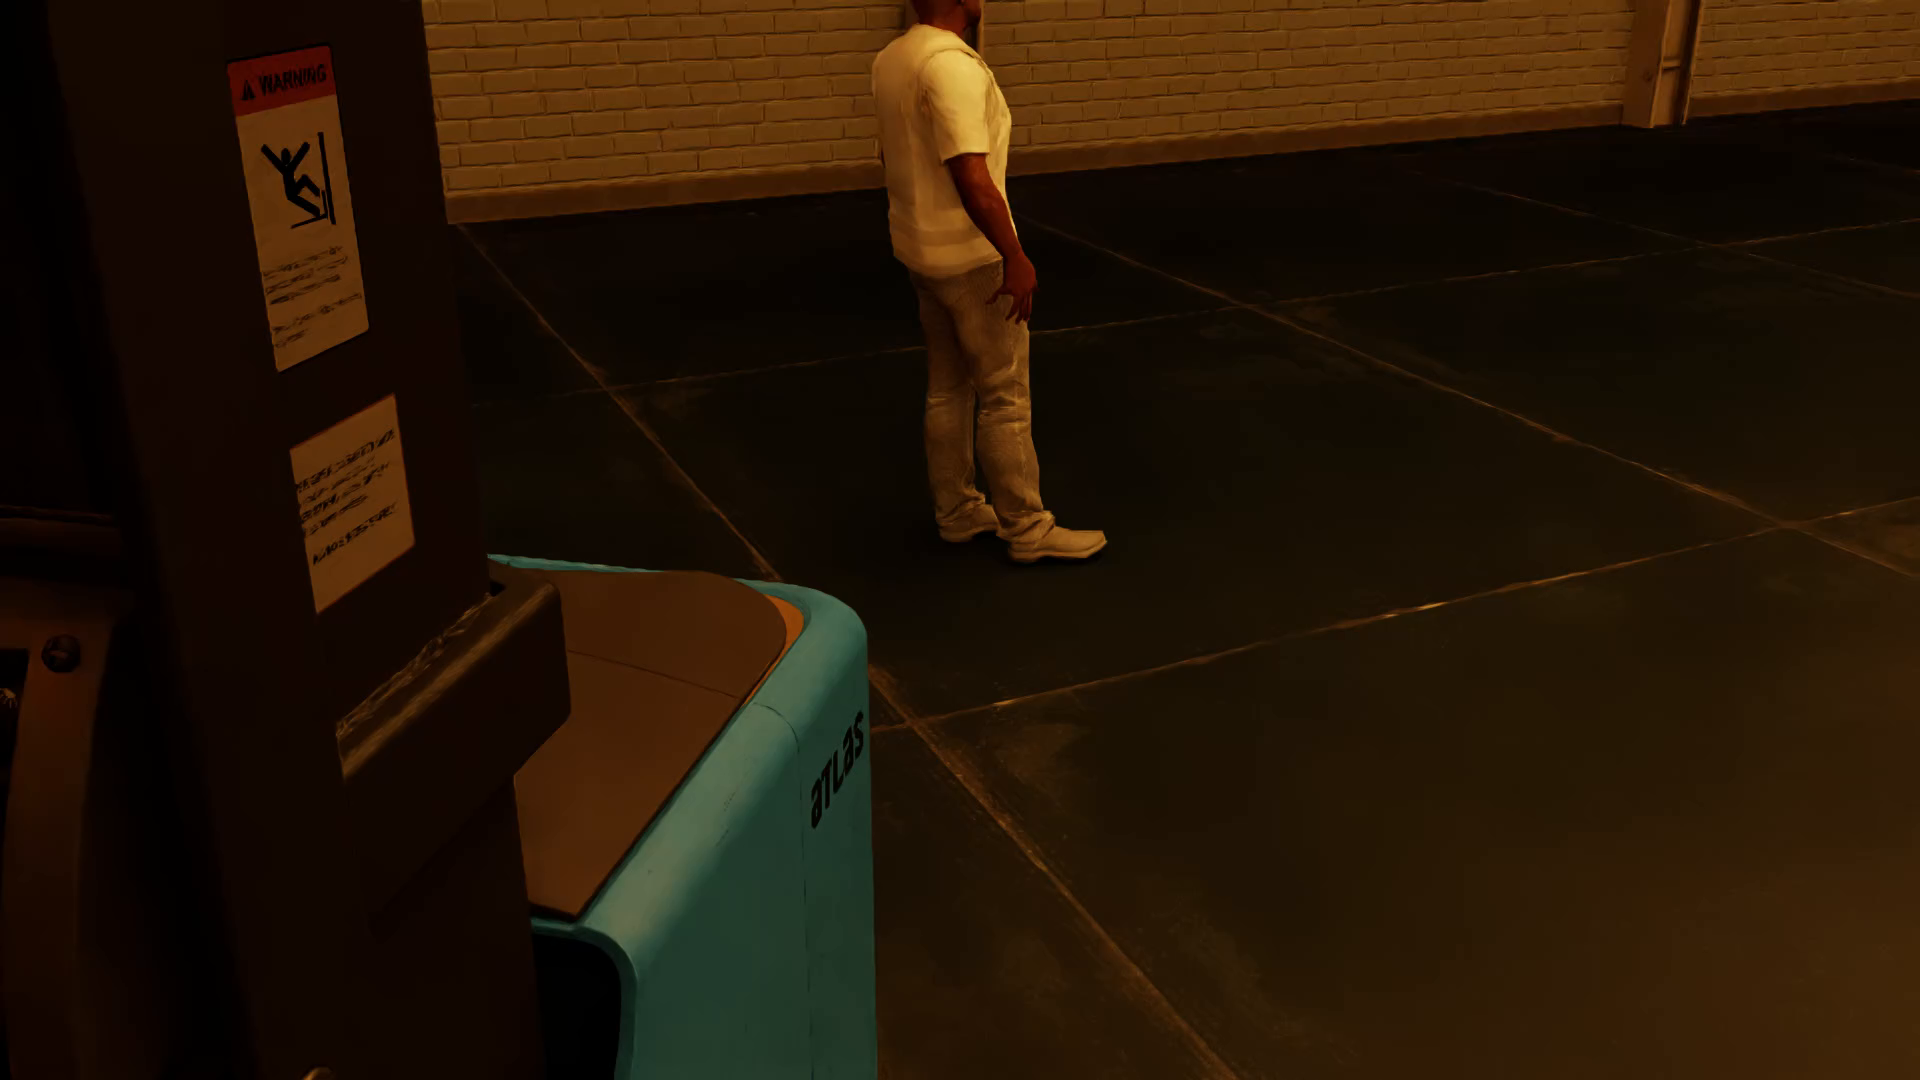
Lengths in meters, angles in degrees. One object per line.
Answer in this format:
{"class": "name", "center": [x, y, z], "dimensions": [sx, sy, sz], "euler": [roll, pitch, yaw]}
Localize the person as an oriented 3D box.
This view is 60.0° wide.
{"class": "person", "center": [0.065, -0.831, 4.788], "dimensions": [0.576, 1.766, 0.665], "euler": [-10, 25, -23]}
